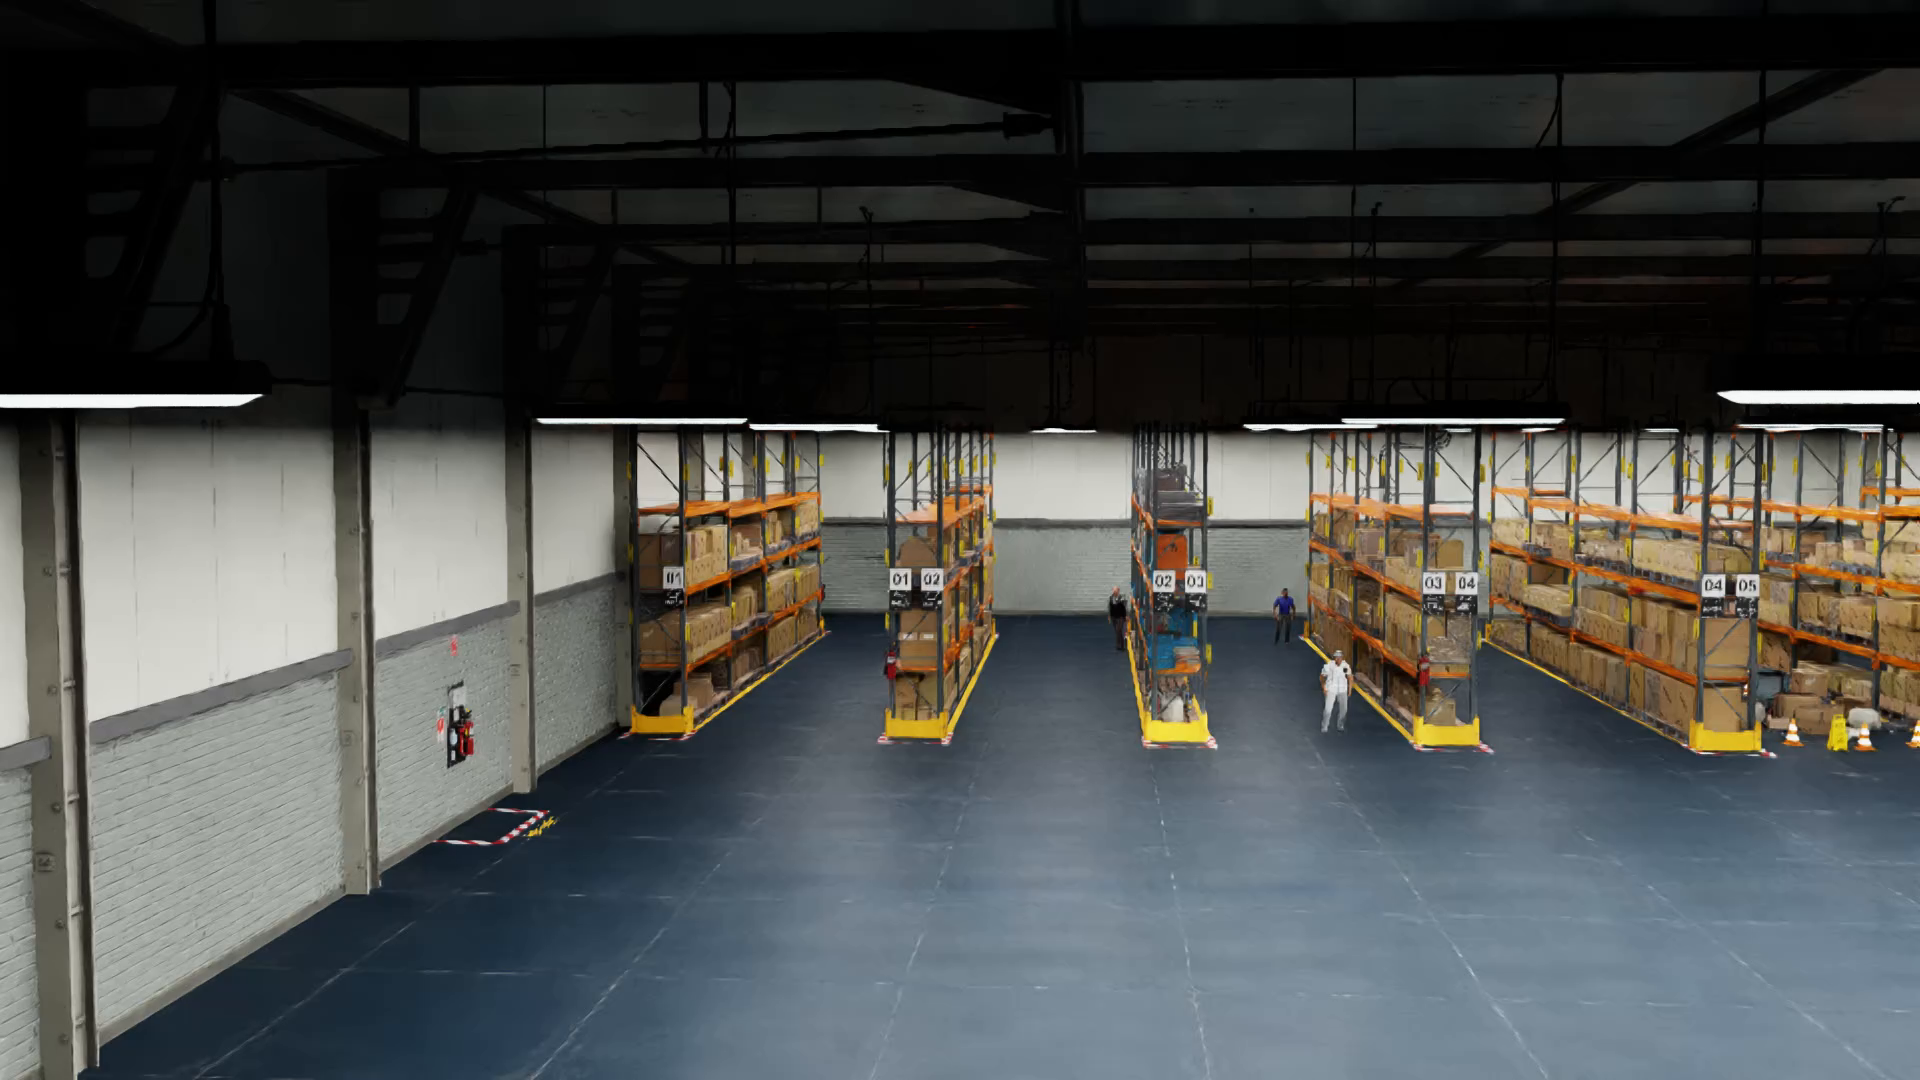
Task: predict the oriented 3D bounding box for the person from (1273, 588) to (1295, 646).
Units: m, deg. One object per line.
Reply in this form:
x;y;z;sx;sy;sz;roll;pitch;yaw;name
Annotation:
8.786;2.076;45.099;0.592;1.604;0.518;0;4;3;person

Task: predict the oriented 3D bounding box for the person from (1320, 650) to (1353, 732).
7.249;2.900;32.007;0.626;1.610;0.572;0;4;3;person

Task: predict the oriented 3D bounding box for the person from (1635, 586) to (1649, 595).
20.337;1.733;49.755;0.542;1.761;0.639;-2;4;-34;person

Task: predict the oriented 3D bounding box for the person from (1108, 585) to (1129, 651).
4.219;2.073;44.335;0.564;1.748;0.553;3;5;38;person
